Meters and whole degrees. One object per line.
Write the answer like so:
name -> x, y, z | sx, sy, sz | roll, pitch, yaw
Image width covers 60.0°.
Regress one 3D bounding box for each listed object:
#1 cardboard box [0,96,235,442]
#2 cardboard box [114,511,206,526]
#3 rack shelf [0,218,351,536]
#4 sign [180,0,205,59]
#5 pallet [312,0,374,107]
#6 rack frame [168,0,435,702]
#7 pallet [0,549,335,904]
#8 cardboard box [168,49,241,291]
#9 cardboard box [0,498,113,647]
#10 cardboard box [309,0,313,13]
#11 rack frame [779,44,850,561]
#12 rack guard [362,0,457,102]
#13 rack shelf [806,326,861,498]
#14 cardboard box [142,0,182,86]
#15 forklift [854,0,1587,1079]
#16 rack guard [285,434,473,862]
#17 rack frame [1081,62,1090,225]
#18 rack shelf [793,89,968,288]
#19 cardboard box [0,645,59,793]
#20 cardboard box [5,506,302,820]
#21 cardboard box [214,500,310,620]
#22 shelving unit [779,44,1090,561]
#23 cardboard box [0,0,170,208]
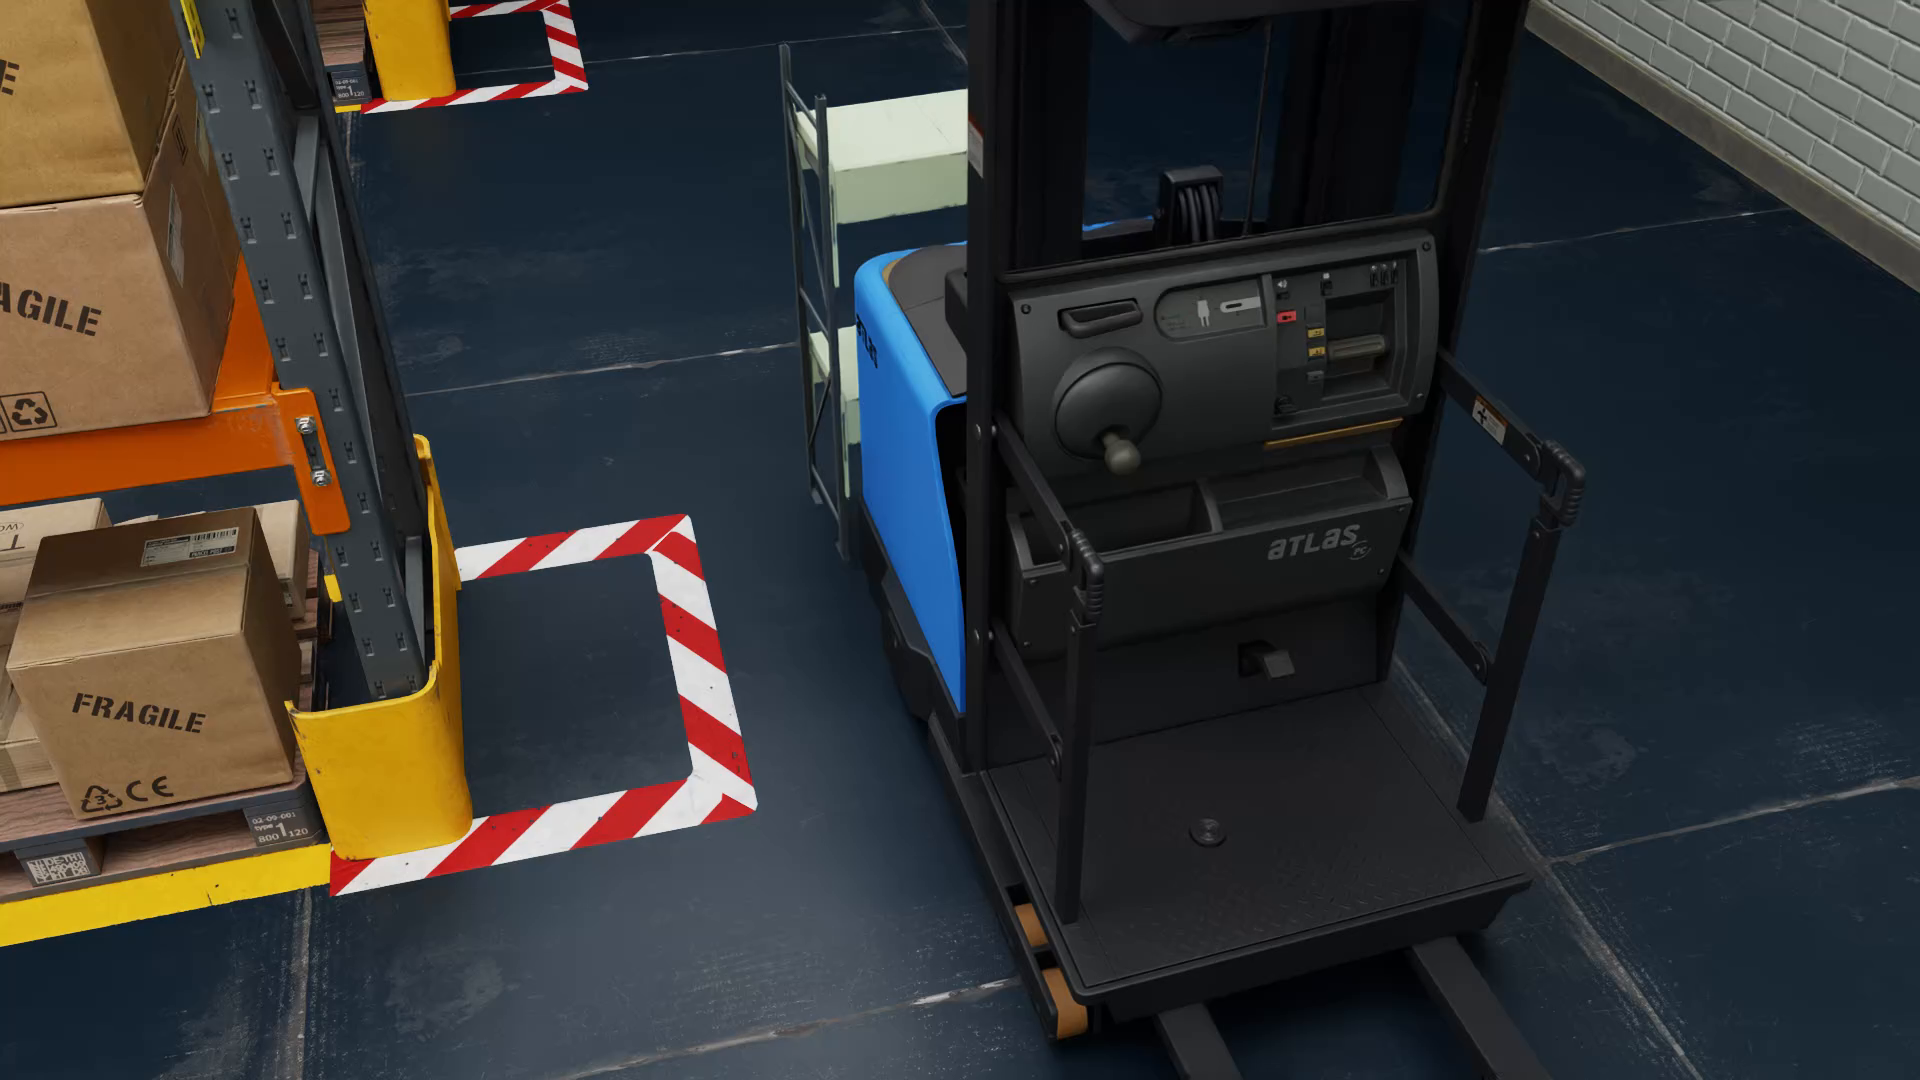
cardboard box -> -1.850, -0.563, 3.435 | 0.500, 0.500, 0.500 | -8, 38, -11
cardboard box -> -2.224, 0.101, 4.619 | 0.250, 0.166, 0.380 | -9, 38, -12
rack shelf -> -3.419, -0.151, 3.571 | 4.000, 0.370, 1.077 | -9, 38, -12
sign -> -1.363, -1.011, 2.889 | 0.005, 0.325, 0.100 | -9, 38, -12
pallet -> -3.535, -2.379, 8.186 | 1.213, 0.211, 1.003 | -9, 38, -12
rack frame -> -1.489, -0.754, 3.767 | 0.127, 3.000, 1.000 | -9, 38, -12
pallet -> -2.331, 0.493, 4.433 | 1.213, 0.211, 1.003 | -9, 38, -12
cardboard box -> -1.986, -0.878, 3.847 | 0.500, 0.500, 0.500 | -9, 38, -11
cardboard box -> -2.570, 0.162, 4.470 | 0.500, 0.250, 0.500 | -9, 38, -12
cardboard box -> -3.433, -2.663, 7.975 | 0.500, 0.500, 0.700 | -9, 38, -12
rack frame -> -0.419, -0.648, 4.862 | 0.023, 1.500, 0.400 | -12, 39, -15
rack guard -> -2.761, -2.670, 8.329 | 0.348, 0.500, 1.175 | -9, 38, -12
rack shelf -> -0.074, -0.463, 5.158 | 0.720, 0.370, 0.431 | -12, 39, -15
cardboard box -> -1.986, -1.275, 3.543 | 0.500, 0.500, 0.500 | -8, 38, -11
forklift -> 0.622, -0.311, 3.244 | 1.130, 2.935, 3.031 | -11, 39, -14
rack guard -> -1.562, 0.251, 4.511 | 0.348, 0.500, 1.175 | -9, 38, -12
rack frame -> 0.270, -0.797, 5.057 | 0.023, 1.500, 0.400 | -12, 39, -15
rack shelf -> -0.074, -1.032, 4.723 | 0.720, 0.370, 0.431 | -12, 39, -15
cardboard box -> -2.364, 0.439, 4.178 | 0.250, 0.166, 0.380 | -9, 38, -12
cardboard box -> -1.949, 0.295, 4.091 | 0.500, 0.500, 0.500 | -9, 38, -12
cardboard box -> -1.983, 0.068, 4.676 | 0.250, 0.149, 0.380 | -9, 38, -12
shelving unit -> -0.074, -0.722, 4.960 | 0.755, 1.500, 0.431 | -12, 39, -15
cardboard box -> -1.847, -0.959, 3.130 | 0.500, 0.500, 0.500 | -10, 38, -12
